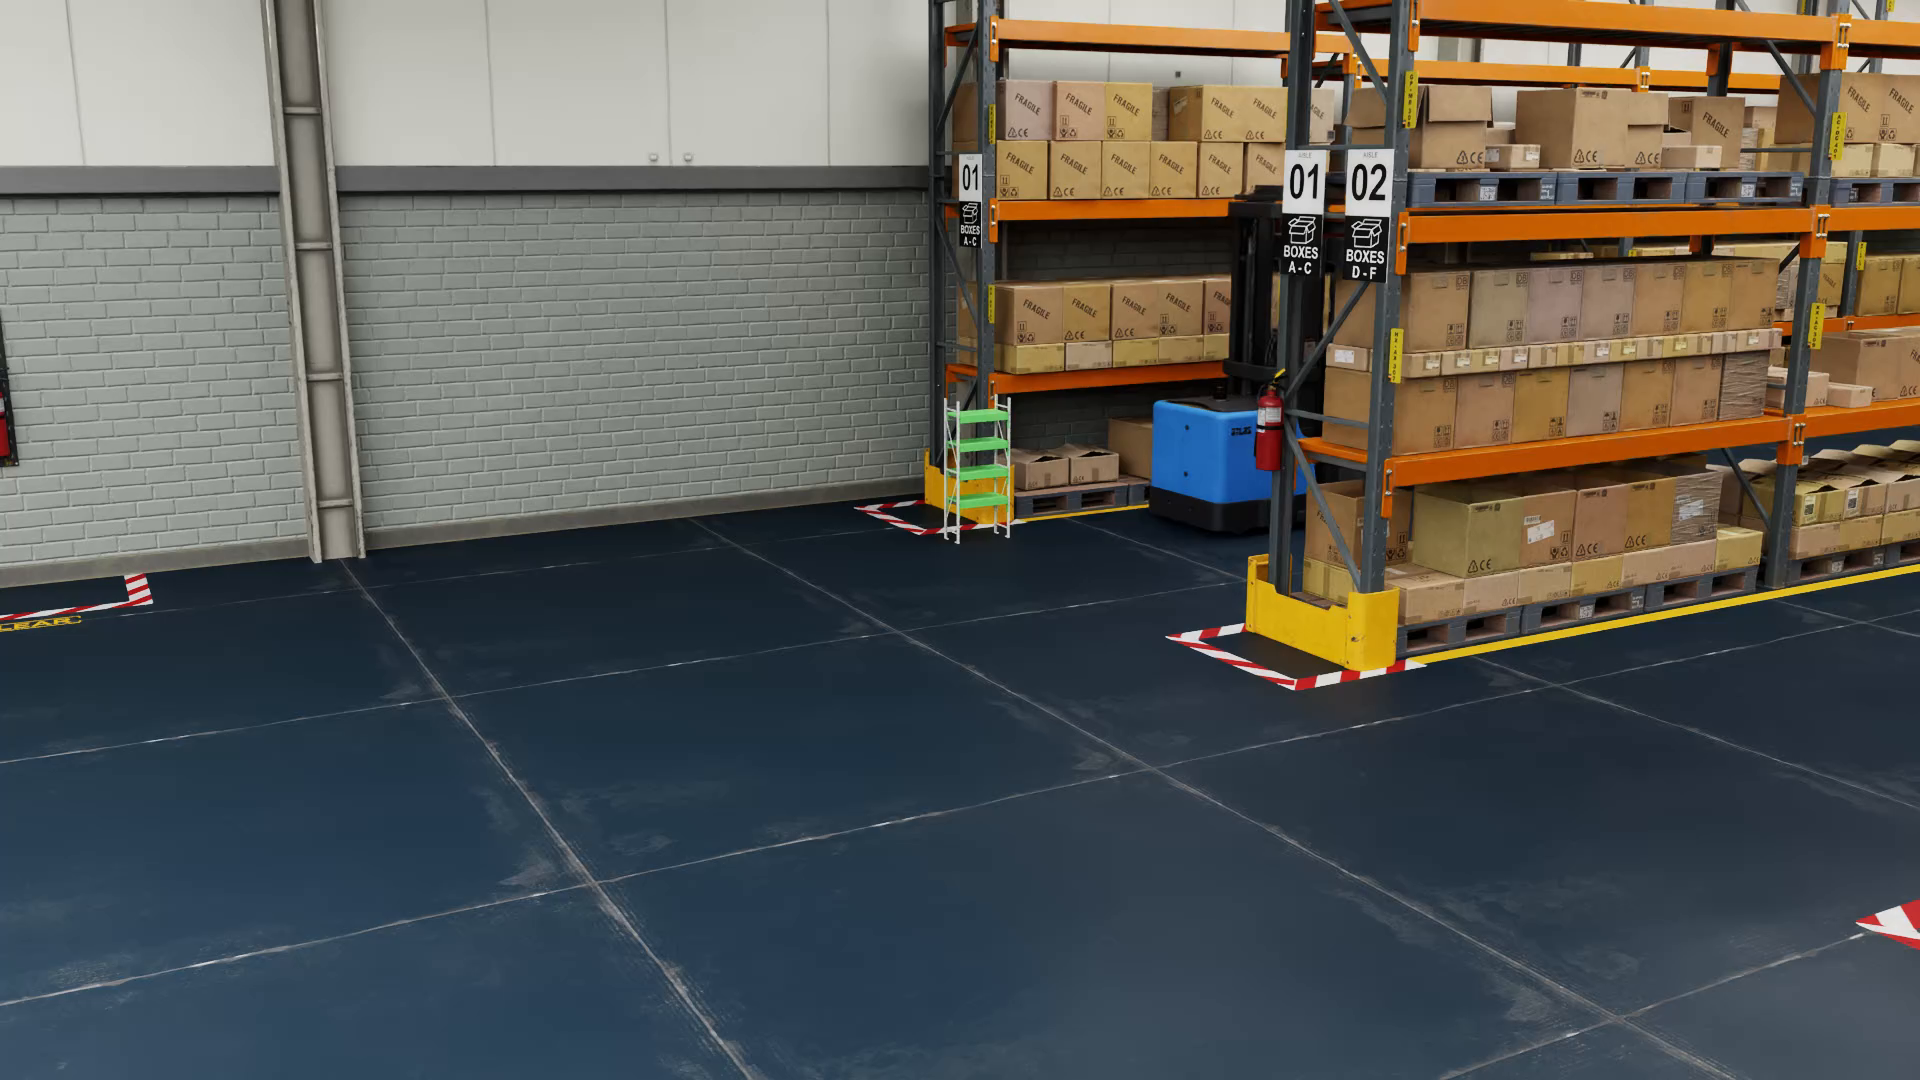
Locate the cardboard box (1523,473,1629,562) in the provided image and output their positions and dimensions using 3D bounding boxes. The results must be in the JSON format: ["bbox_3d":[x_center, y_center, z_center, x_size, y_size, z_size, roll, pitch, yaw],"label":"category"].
[{"bbox_3d":[4.281,-0.166,11.613,0.500,0.500,0.500,-7,14,-28],"label":"cardboard box"}]

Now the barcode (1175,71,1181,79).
[{"bbox_3d":[2.094,-4.468,15.971,0.075,0.075,0.001,-7,14,-28],"label":"barcode"}]

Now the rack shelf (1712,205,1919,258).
[{"bbox_3d":[7.652,-2.510,13.235,4.000,0.370,1.077,-7,14,-28],"label":"rack shelf"}]

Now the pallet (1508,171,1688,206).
[{"bbox_3d":[4.091,-2.385,11.244,1.213,0.211,1.003,-7,14,-28],"label":"pallet"}]

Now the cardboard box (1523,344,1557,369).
[{"bbox_3d":[3.739,-1.240,11.081,0.250,0.149,0.380,-7,15,-30],"label":"cardboard box"}]

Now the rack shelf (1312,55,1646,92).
[{"bbox_3d":[5.275,-4.732,17.190,4.000,0.370,1.077,-7,14,-28],"label":"rack shelf"}]

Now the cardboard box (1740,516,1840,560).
[{"bbox_3d":[6.369,-0.045,12.783,0.500,0.250,0.500,-7,15,-29],"label":"cardboard box"}]

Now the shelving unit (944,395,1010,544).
[{"bbox_3d":[0.145,-0.603,14.055,0.503,1.200,0.258,-7,14,-28],"label":"shelving unit"}]

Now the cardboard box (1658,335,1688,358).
[{"bbox_3d":[4.867,-1.375,11.684,0.250,0.149,0.380,-7,14,-28],"label":"cardboard box"}]

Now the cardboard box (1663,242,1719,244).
[{"bbox_3d":[8.659,-3.390,19.681,0.500,0.250,0.500,-7,15,-29],"label":"cardboard box"}]

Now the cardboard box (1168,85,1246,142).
[{"bbox_3d":[2.281,-3.929,15.354,0.500,0.500,0.500,-7,15,-30],"label":"cardboard box"}]

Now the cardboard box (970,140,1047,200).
[{"bbox_3d":[0.422,-3.229,14.521,0.500,0.500,0.500,-6,14,-26],"label":"cardboard box"}]

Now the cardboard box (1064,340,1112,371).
[{"bbox_3d":[1.038,-1.704,15.146,0.500,0.250,0.500,-7,15,-30],"label":"cardboard box"}]

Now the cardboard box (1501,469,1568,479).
[{"bbox_3d":[4.024,-0.269,12.072,0.500,0.500,0.500,-7,14,-28],"label":"cardboard box"}]

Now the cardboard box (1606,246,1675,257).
[{"bbox_3d":[7.578,-3.132,18.537,0.500,0.250,0.500,-6,14,-27],"label":"cardboard box"}]

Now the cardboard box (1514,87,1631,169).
[{"bbox_3d":[3.974,-2.673,10.821,0.500,0.500,0.500,-7,14,-28],"label":"cardboard box"}]

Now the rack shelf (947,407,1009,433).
[{"bbox_3d":[0.145,-1.009,13.963,0.480,0.148,0.258,-7,14,-28],"label":"rack shelf"}]

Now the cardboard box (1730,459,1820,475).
[{"bbox_3d":[6.568,-0.478,13.428,0.500,0.311,0.500,-6,14,-26],"label":"cardboard box"}]

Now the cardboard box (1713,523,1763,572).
[{"bbox_3d":[5.594,0.041,12.402,0.500,0.250,0.500,-7,14,-28],"label":"cardboard box"}]

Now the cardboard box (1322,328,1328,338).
[{"bbox_3d":[3.249,-1.969,16.324,0.500,0.250,0.500,-7,14,-28],"label":"cardboard box"}]

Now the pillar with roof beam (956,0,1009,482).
[{"bbox_3d":[2.272,-4.058,11.644,0.400,9.000,9.100,-7,14,-28],"label":"pillar with roof beam"}]

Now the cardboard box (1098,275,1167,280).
[{"bbox_3d":[1.661,-2.272,15.963,0.500,0.500,0.500,-7,14,-27],"label":"cardboard box"}]

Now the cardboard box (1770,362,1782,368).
[{"bbox_3d":[6.580,-1.249,13.133,0.258,0.266,0.396,-7,15,-29],"label":"cardboard box"}]

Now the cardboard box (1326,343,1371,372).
[{"bbox_3d":[2.630,-1.208,10.940,0.250,0.149,0.380,-7,15,-29],"label":"cardboard box"}]

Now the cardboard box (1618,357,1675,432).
[{"bbox_3d":[4.608,-1.079,11.843,0.500,0.500,0.700,-7,14,-27],"label":"cardboard box"}]

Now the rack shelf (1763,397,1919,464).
[{"bbox_3d":[7.652,-1.046,13.564,4.000,0.370,1.077,-7,14,-28],"label":"rack shelf"}]

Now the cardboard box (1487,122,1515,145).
[{"bbox_3d":[3.758,-2.689,11.324,0.500,0.311,0.500,-5,14,-21],"label":"cardboard box"}]

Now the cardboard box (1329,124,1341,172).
[{"bbox_3d":[4.038,-3.900,16.591,0.500,0.500,0.500,-5,13,-20],"label":"cardboard box"}]

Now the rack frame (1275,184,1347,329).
[{"bbox_3d":[3.520,-2.141,16.791,0.127,3.000,1.000,-7,14,-28],"label":"rack frame"}]

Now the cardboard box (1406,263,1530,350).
[{"bbox_3d":[3.307,-1.556,11.010,0.500,0.500,0.700,-7,15,-29],"label":"cardboard box"}]

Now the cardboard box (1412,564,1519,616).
[{"bbox_3d":[3.400,0.304,11.233,0.500,0.250,0.500,-7,14,-28],"label":"cardboard box"}]

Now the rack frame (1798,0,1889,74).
[{"bbox_3d":[10.542,-5.909,19.872,0.127,3.000,1.000,-7,14,-28],"label":"rack frame"}]

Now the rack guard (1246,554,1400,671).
[{"bbox_3d":[2.365,0.456,10.944,0.348,0.500,1.175,-7,14,-28],"label":"rack guard"}]

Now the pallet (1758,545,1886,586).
[{"bbox_3d":[6.525,0.089,13.234,1.213,0.211,1.003,-7,14,-28],"label":"pallet"}]

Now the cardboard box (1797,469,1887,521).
[{"bbox_3d":[6.821,-0.371,12.954,0.500,0.311,0.500,-7,14,-29],"label":"cardboard box"}]

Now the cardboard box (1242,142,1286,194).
[{"bbox_3d":[2.745,-3.511,15.775,0.500,0.500,0.500,-8,15,-33],"label":"cardboard box"}]

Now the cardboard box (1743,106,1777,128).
[{"bbox_3d":[9.229,-4.947,19.489,0.500,0.250,0.500,-7,15,-30],"label":"cardboard box"}]

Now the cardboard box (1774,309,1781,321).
[{"bbox_3d":[9.471,-2.678,19.703,0.250,0.149,0.380,-7,14,-28],"label":"cardboard box"}]

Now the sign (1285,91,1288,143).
[{"bbox_3d":[2.138,-2.729,10.734,0.005,0.325,0.100,-7,14,-28],"label":"sign"}]

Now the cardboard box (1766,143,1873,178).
[{"bbox_3d":[6.442,-2.845,12.471,0.500,0.250,0.500,-5,14,-22],"label":"cardboard box"}]

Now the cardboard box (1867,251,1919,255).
[{"bbox_3d":[12.303,-3.337,21.422,0.700,0.700,0.980,-8,15,-31],"label":"cardboard box"}]

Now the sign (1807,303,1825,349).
[{"bbox_3d":[6.164,-1.541,11.972,0.005,0.325,0.100,-7,14,-28],"label":"sign"}]

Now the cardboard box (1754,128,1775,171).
[{"bbox_3d":[9.259,-4.567,19.509,0.500,0.500,0.700,-7,15,-29],"label":"cardboard box"}]

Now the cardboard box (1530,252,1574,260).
[{"bbox_3d":[6.467,-3.063,18.180,0.250,0.149,0.380,-10,16,-37],"label":"cardboard box"}]

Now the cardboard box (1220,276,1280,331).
[{"bbox_3d":[2.818,-2.280,15.999,0.500,0.500,0.500,-7,14,-28],"label":"cardboard box"}]

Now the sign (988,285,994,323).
[{"bbox_3d":[0.269,-2.038,14.361,0.005,0.325,0.100,-7,14,-28],"label":"sign"}]

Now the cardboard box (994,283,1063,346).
[{"bbox_3d":[0.572,-2.015,14.819,0.500,0.500,0.500,-7,14,-28],"label":"cardboard box"}]

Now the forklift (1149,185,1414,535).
[{"bbox_3d":[3.231,-1.687,14.931,3.031,2.935,1.130,-7,15,-29],"label":"forklift"}]

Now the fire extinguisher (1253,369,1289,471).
[{"bbox_3d":[2.059,-0.805,11.032,0.183,0.674,0.296,-7,14,-28],"label":"fire extinguisher"}]

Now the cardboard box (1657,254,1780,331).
[{"bbox_3d":[5.510,-1.821,12.184,0.500,0.500,0.700,-7,14,-28],"label":"cardboard box"}]
